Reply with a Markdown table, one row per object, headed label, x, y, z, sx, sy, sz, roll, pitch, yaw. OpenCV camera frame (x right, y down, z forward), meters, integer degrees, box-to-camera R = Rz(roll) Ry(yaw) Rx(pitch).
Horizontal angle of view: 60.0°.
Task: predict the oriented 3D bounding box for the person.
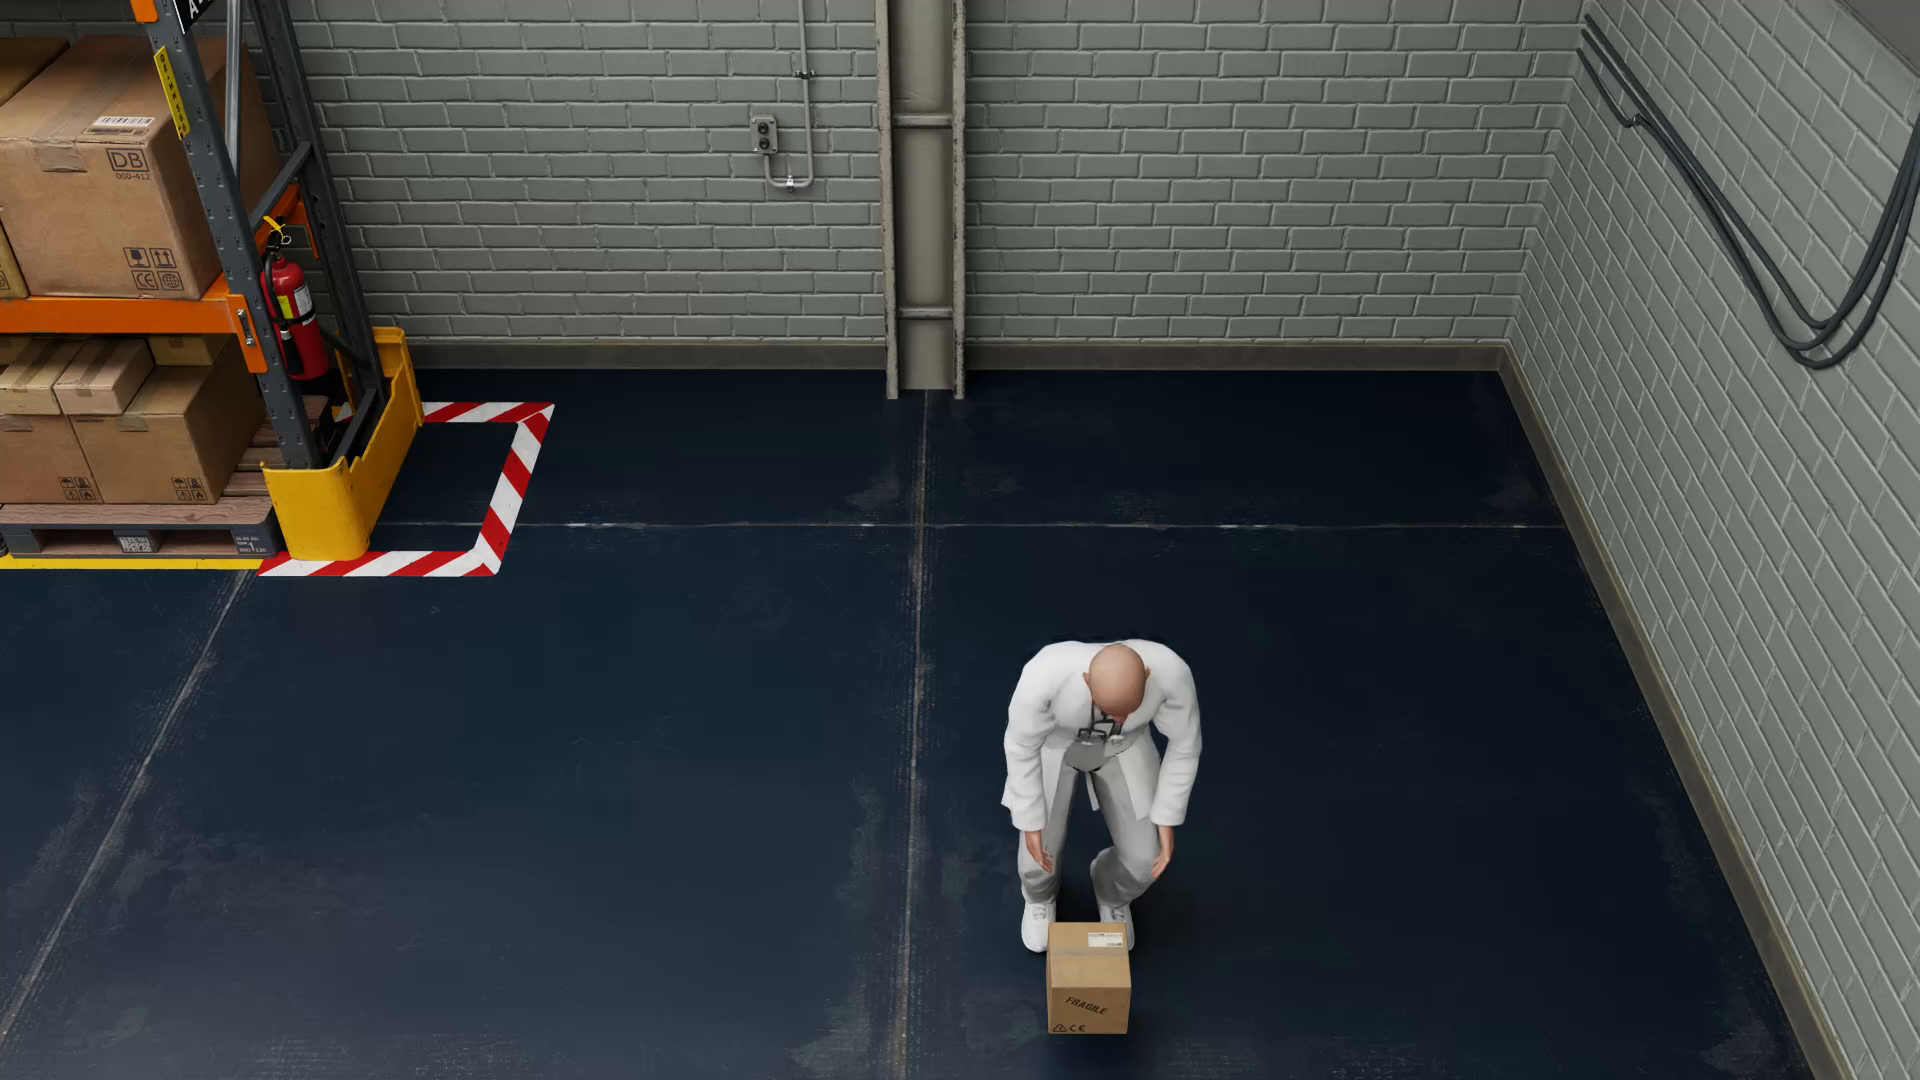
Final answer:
| label | x | y | z | sx | sy | sz | roll | pitch | yaw |
| --- | --- | --- | --- | --- | --- | --- | --- | --- | --- |
| person | 0.450 | 0.769 | 5.436 | 0.628 | 1.511 | 0.658 | 0 | 39 | 0 |
